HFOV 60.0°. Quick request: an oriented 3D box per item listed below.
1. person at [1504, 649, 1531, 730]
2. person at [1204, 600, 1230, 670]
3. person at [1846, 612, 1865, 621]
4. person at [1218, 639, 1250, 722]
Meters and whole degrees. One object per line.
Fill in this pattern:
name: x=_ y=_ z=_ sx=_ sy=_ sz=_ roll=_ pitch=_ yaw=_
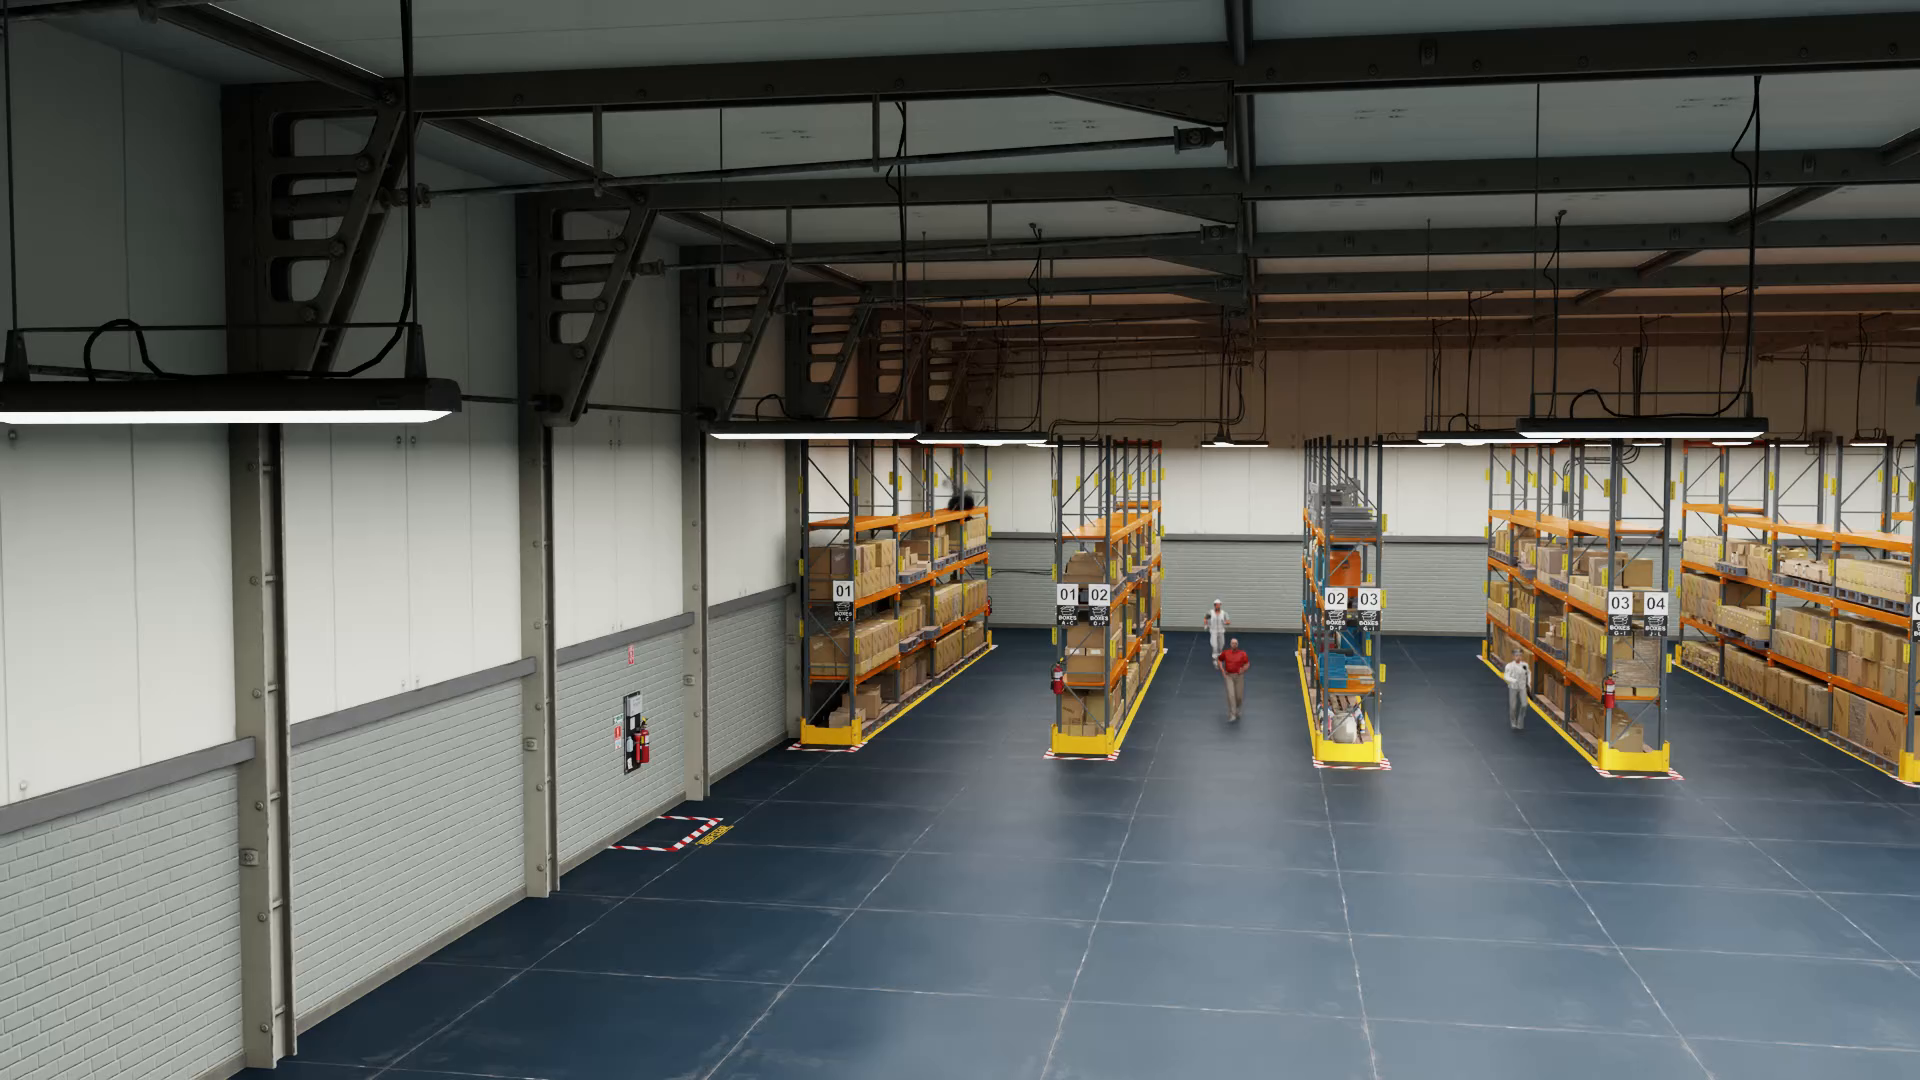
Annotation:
person: x=11.398 y=3.044 z=33.945 sx=0.578 sy=1.671 sz=0.739 roll=0 pitch=3 yaw=8
person: x=6.727 y=2.447 z=43.471 sx=0.659 sy=1.782 sz=0.986 roll=0 pitch=3 yaw=-1
person: x=24.204 y=2.449 z=45.044 sx=0.966 sy=1.657 sz=0.575 roll=0 pitch=3 yaw=8
person: x=5.827 y=2.955 z=35.412 sx=0.670 sy=1.726 sz=0.789 roll=0 pitch=3 yaw=6
